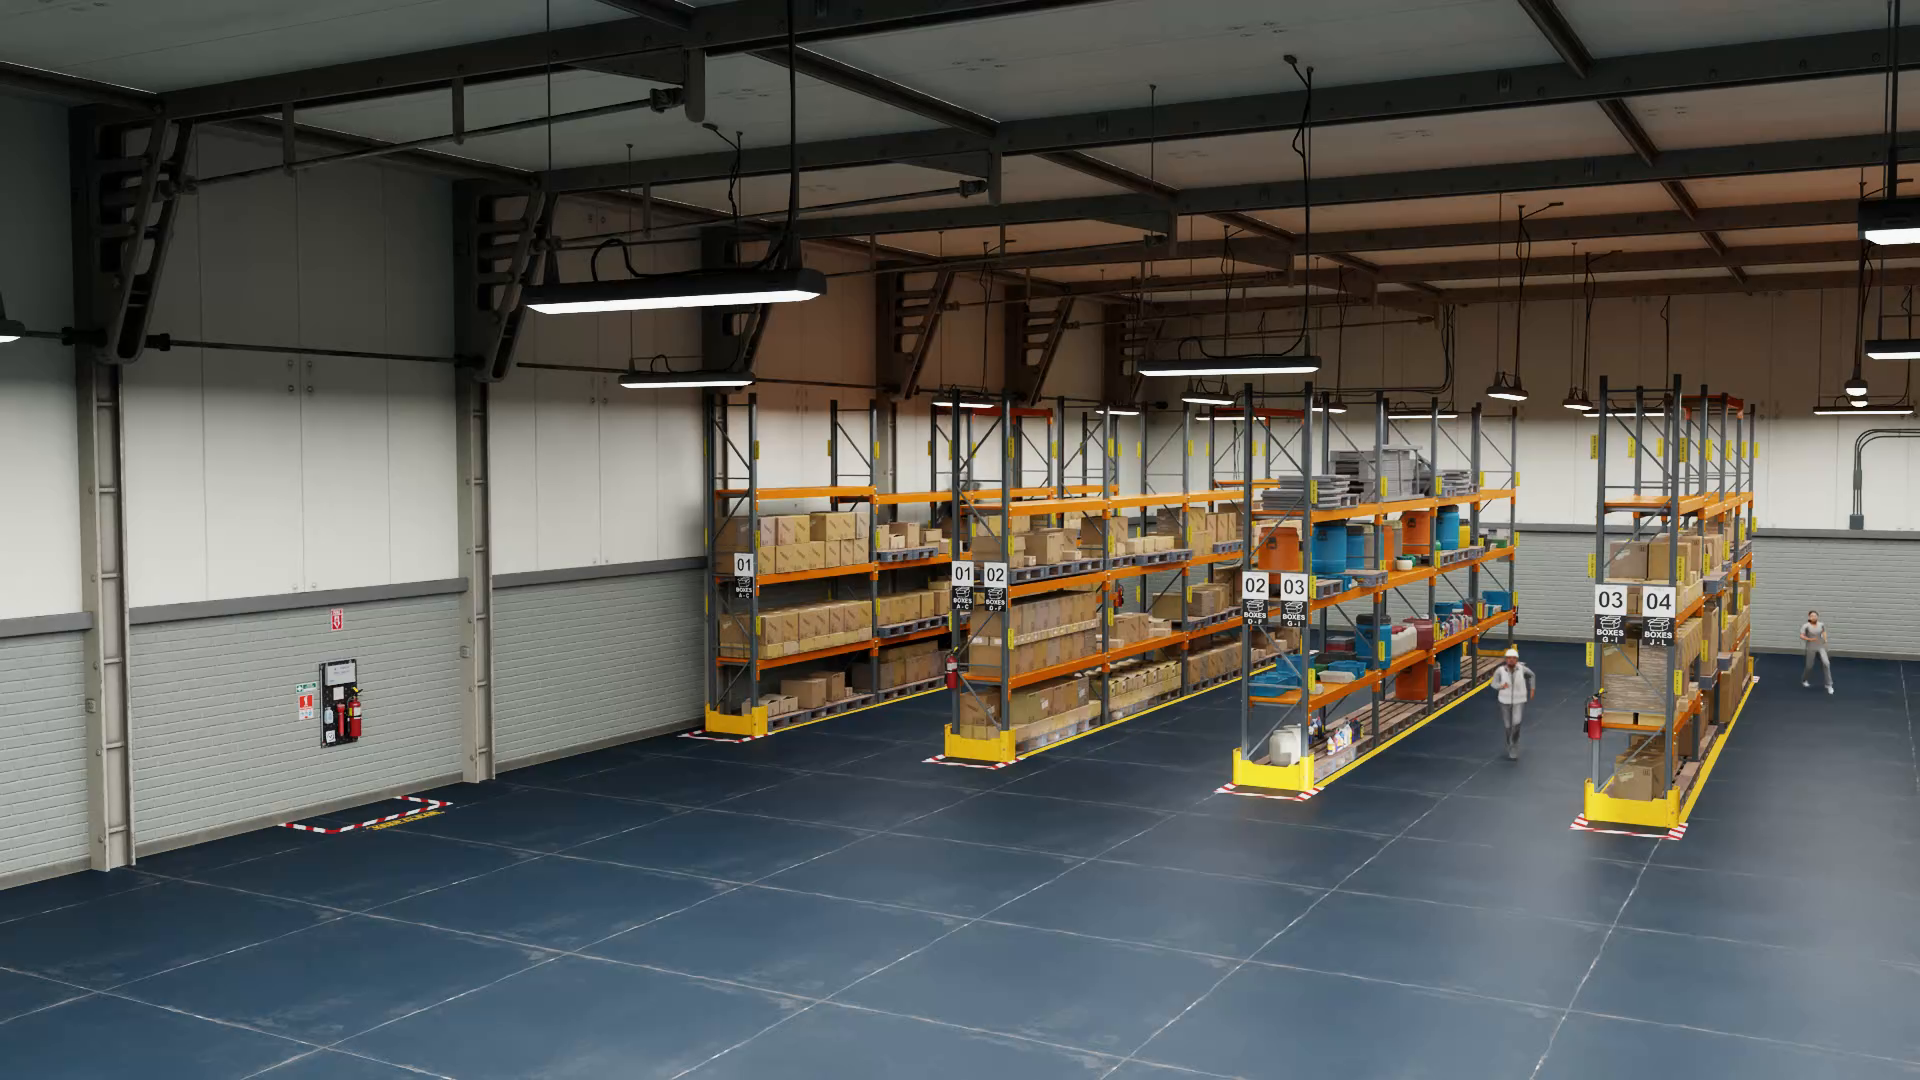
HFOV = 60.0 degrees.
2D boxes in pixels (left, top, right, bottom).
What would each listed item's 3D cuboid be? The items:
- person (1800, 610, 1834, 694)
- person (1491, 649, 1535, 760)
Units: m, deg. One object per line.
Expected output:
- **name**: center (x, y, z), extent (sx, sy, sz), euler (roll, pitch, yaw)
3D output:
- **person**: center (17.772, 2.299, 34.600), extent (0.571, 1.676, 0.944), euler (0, 3, 9)
- **person**: center (9.009, 2.659, 27.109), extent (0.679, 1.798, 0.834), euler (1, 3, 20)
